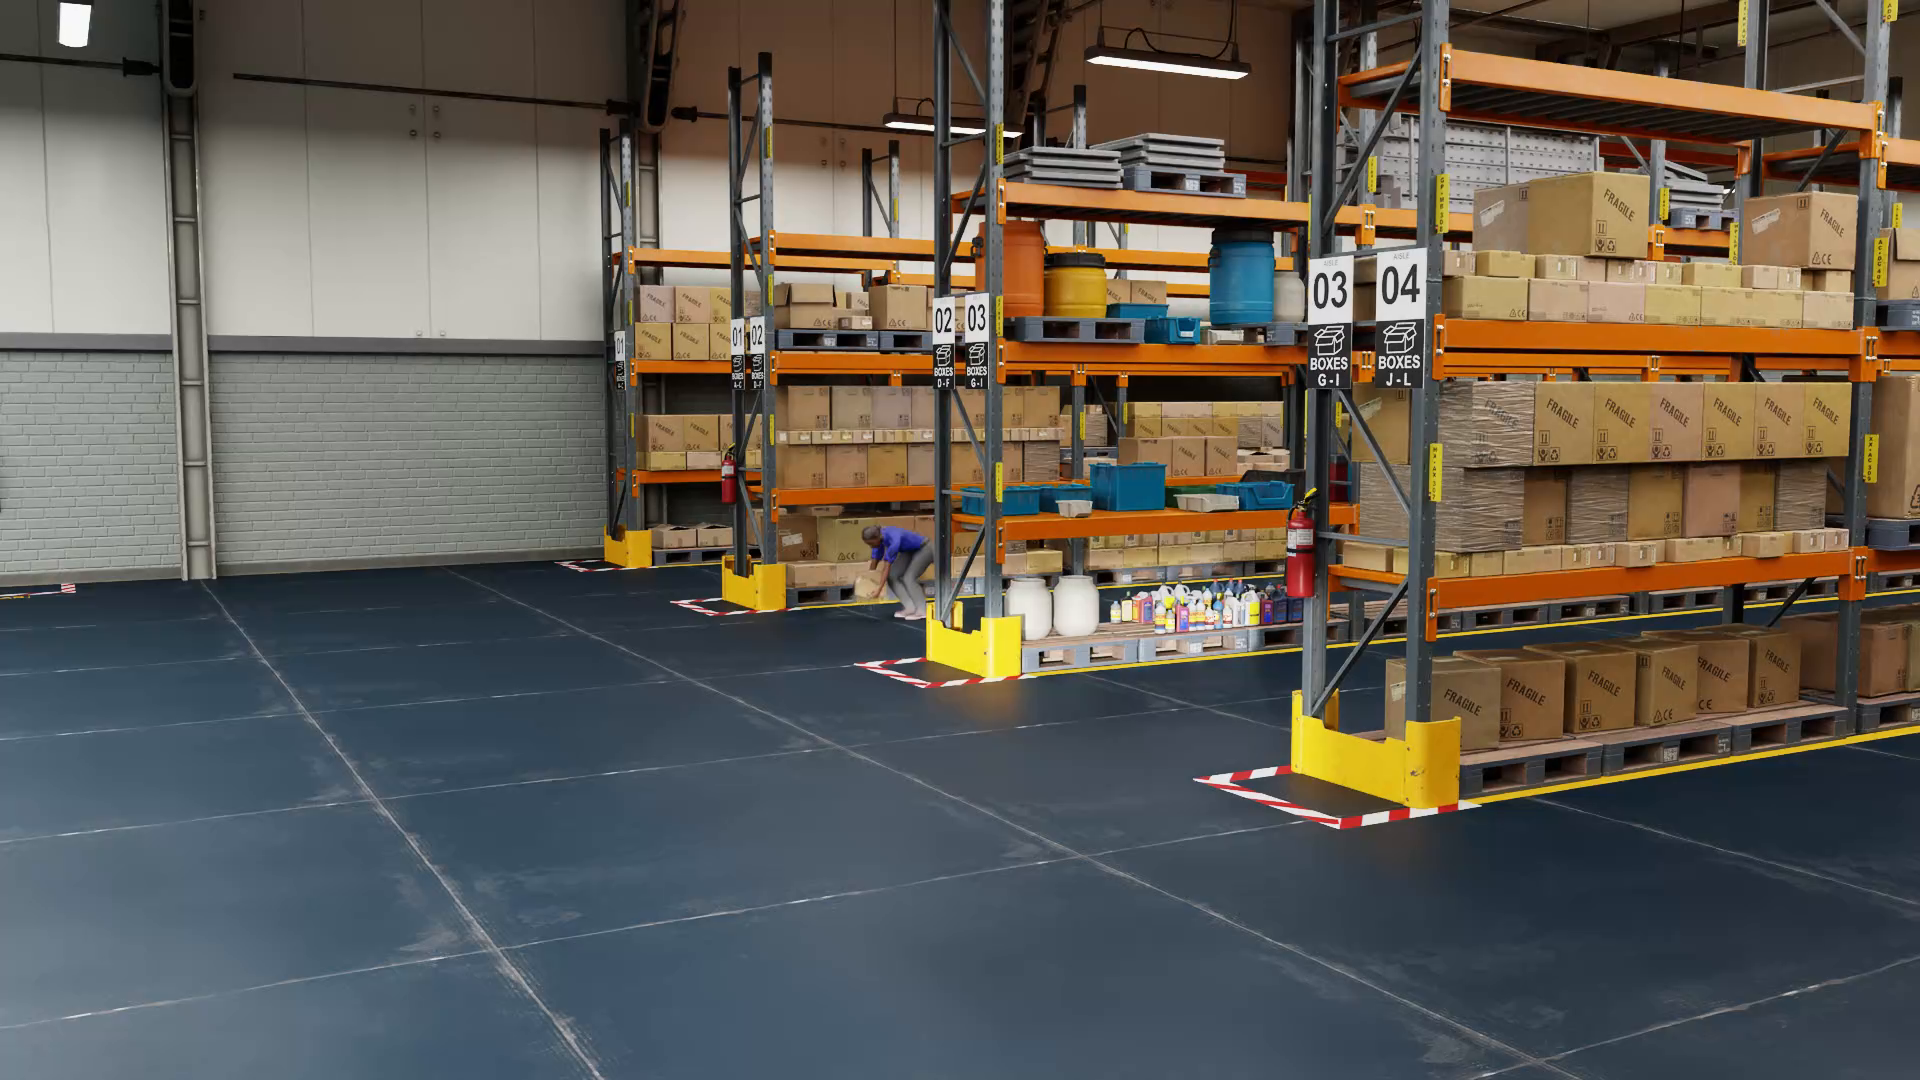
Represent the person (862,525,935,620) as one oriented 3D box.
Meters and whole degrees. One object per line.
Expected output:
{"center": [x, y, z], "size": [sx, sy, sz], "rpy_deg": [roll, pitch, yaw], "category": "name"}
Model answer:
{"center": [-0.649, 0.331, 17.482], "size": [0.861, 1.012, 0.461], "rpy_deg": [-3, 6, -31], "category": "person"}
